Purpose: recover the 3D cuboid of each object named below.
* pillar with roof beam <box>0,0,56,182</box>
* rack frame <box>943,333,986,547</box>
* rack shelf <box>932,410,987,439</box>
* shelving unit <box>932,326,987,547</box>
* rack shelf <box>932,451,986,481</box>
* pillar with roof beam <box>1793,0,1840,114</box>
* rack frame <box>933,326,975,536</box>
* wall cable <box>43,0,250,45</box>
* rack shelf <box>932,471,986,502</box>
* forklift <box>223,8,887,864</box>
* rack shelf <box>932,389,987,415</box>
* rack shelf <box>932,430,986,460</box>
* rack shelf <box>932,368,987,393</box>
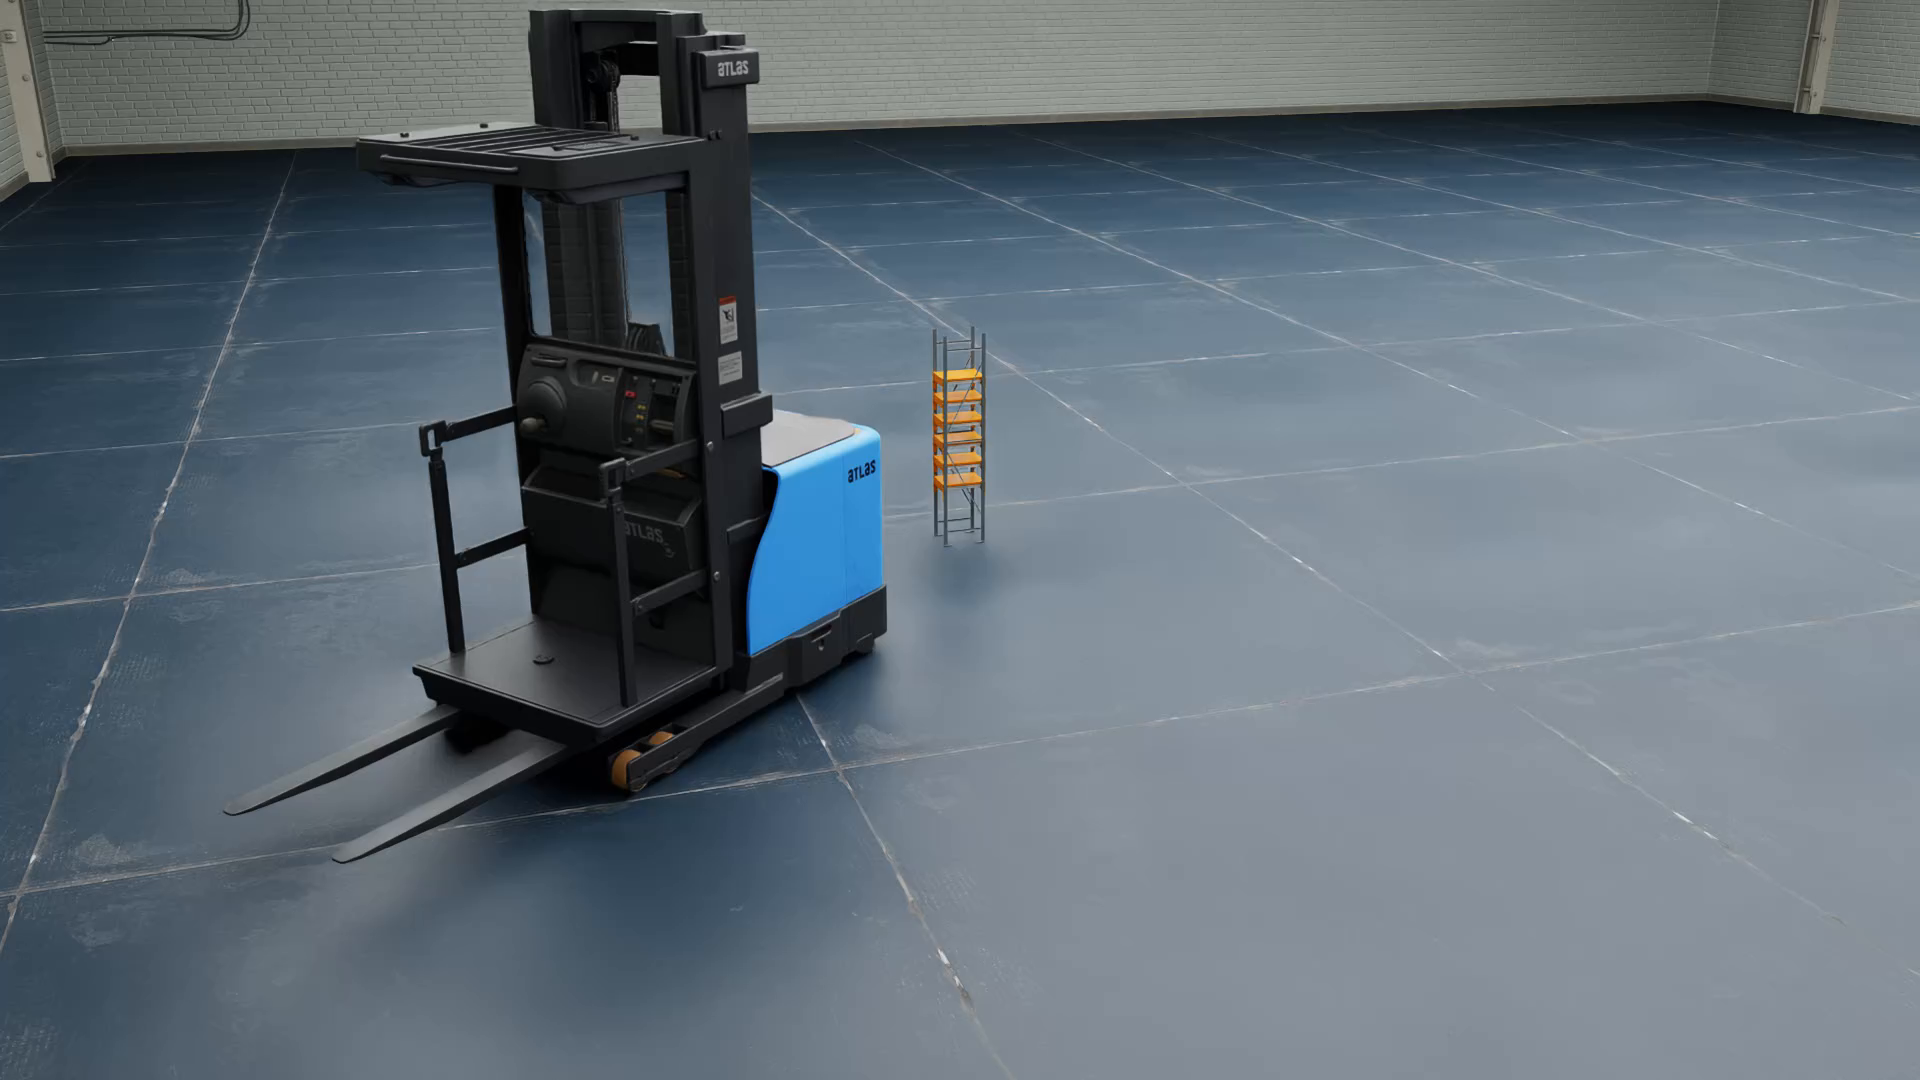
[{"bbox_3d":[-9.005,-9.823,23.452,9.100,9.000,0.400,-6,21,-17],"label":"pillar with roof beam"},{"bbox_3d":[0.024,-0.540,9.145,0.240,1.200,0.006,-6,21,-17],"label":"rack frame"},{"bbox_3d":[-0.005,-0.640,9.201,0.258,0.103,0.180,-6,21,-17],"label":"rack shelf"},{"bbox_3d":[-0.005,-0.569,9.227,0.258,1.200,0.189,-6,21,-17],"label":"shelving unit"},{"bbox_3d":[-0.005,-0.415,9.282,0.258,0.103,0.180,-6,21,-17],"label":"rack shelf"},{"bbox_3d":[12.725,-12.255,30.223,9.100,9.000,0.400,-6,21,-17],"label":"pillar with roof beam"},{"bbox_3d":[-0.033,-0.599,9.308,0.240,1.200,0.006,-6,21,-17],"label":"rack frame"},{"bbox_3d":[-12.763,-8.990,25.726,3.097,2.526,0.112,-6,21,-17],"label":"wall cable"},{"bbox_3d":[-0.005,-0.302,9.323,0.258,0.103,0.180,-6,21,-17],"label":"rack shelf"},{"bbox_3d":[-1.572,-0.557,6.631,1.130,2.935,3.031,12,23,31],"label":"forklift"},{"bbox_3d":[-0.005,-0.753,9.160,0.258,0.103,0.180,-6,21,-17],"label":"rack shelf"},{"bbox_3d":[-0.005,-0.528,9.242,0.258,0.103,0.180,-6,21,-17],"label":"rack shelf"},{"bbox_3d":[-0.005,-0.866,9.120,0.258,0.103,0.180,-6,21,-17],"label":"rack shelf"}]
